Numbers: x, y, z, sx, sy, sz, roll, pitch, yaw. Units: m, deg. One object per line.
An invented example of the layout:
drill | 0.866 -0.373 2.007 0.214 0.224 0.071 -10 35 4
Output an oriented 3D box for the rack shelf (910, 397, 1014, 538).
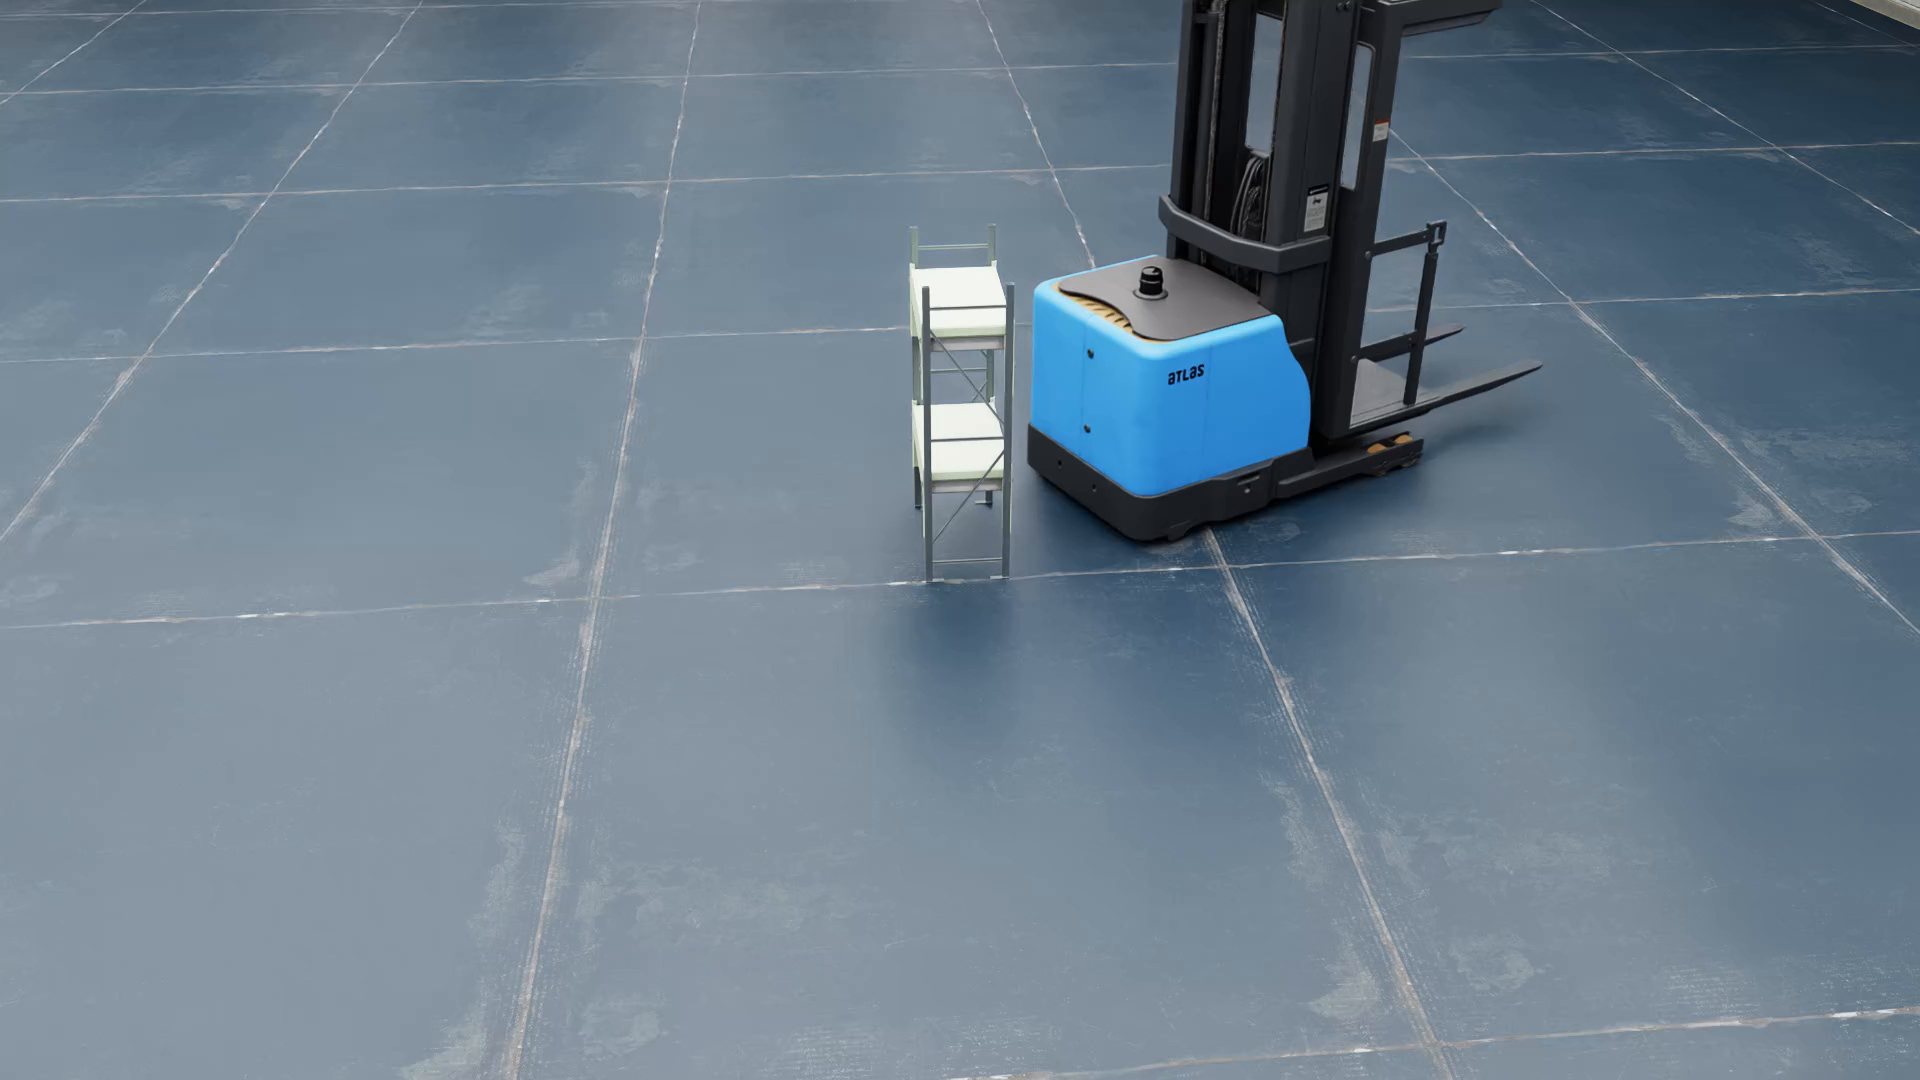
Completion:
rack shelf | 0.001 -0.361 8.027 0.431 0.370 0.720 -3 31 -5

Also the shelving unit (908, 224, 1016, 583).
shelving unit | 0.001 -0.640 7.860 0.431 1.500 0.755 -3 31 -5

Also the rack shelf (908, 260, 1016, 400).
rack shelf | 0.001 -0.976 7.660 0.431 0.370 0.720 -3 31 -5

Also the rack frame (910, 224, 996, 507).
rack frame | -0.034 -0.827 8.173 0.400 1.500 0.023 -3 31 -5

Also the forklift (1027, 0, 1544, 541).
forklift | 1.877 -1.810 8.423 3.031 2.935 1.130 -18 35 -27

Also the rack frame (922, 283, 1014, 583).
rack frame | 0.035 -0.454 7.547 0.400 1.500 0.023 -3 31 -5
